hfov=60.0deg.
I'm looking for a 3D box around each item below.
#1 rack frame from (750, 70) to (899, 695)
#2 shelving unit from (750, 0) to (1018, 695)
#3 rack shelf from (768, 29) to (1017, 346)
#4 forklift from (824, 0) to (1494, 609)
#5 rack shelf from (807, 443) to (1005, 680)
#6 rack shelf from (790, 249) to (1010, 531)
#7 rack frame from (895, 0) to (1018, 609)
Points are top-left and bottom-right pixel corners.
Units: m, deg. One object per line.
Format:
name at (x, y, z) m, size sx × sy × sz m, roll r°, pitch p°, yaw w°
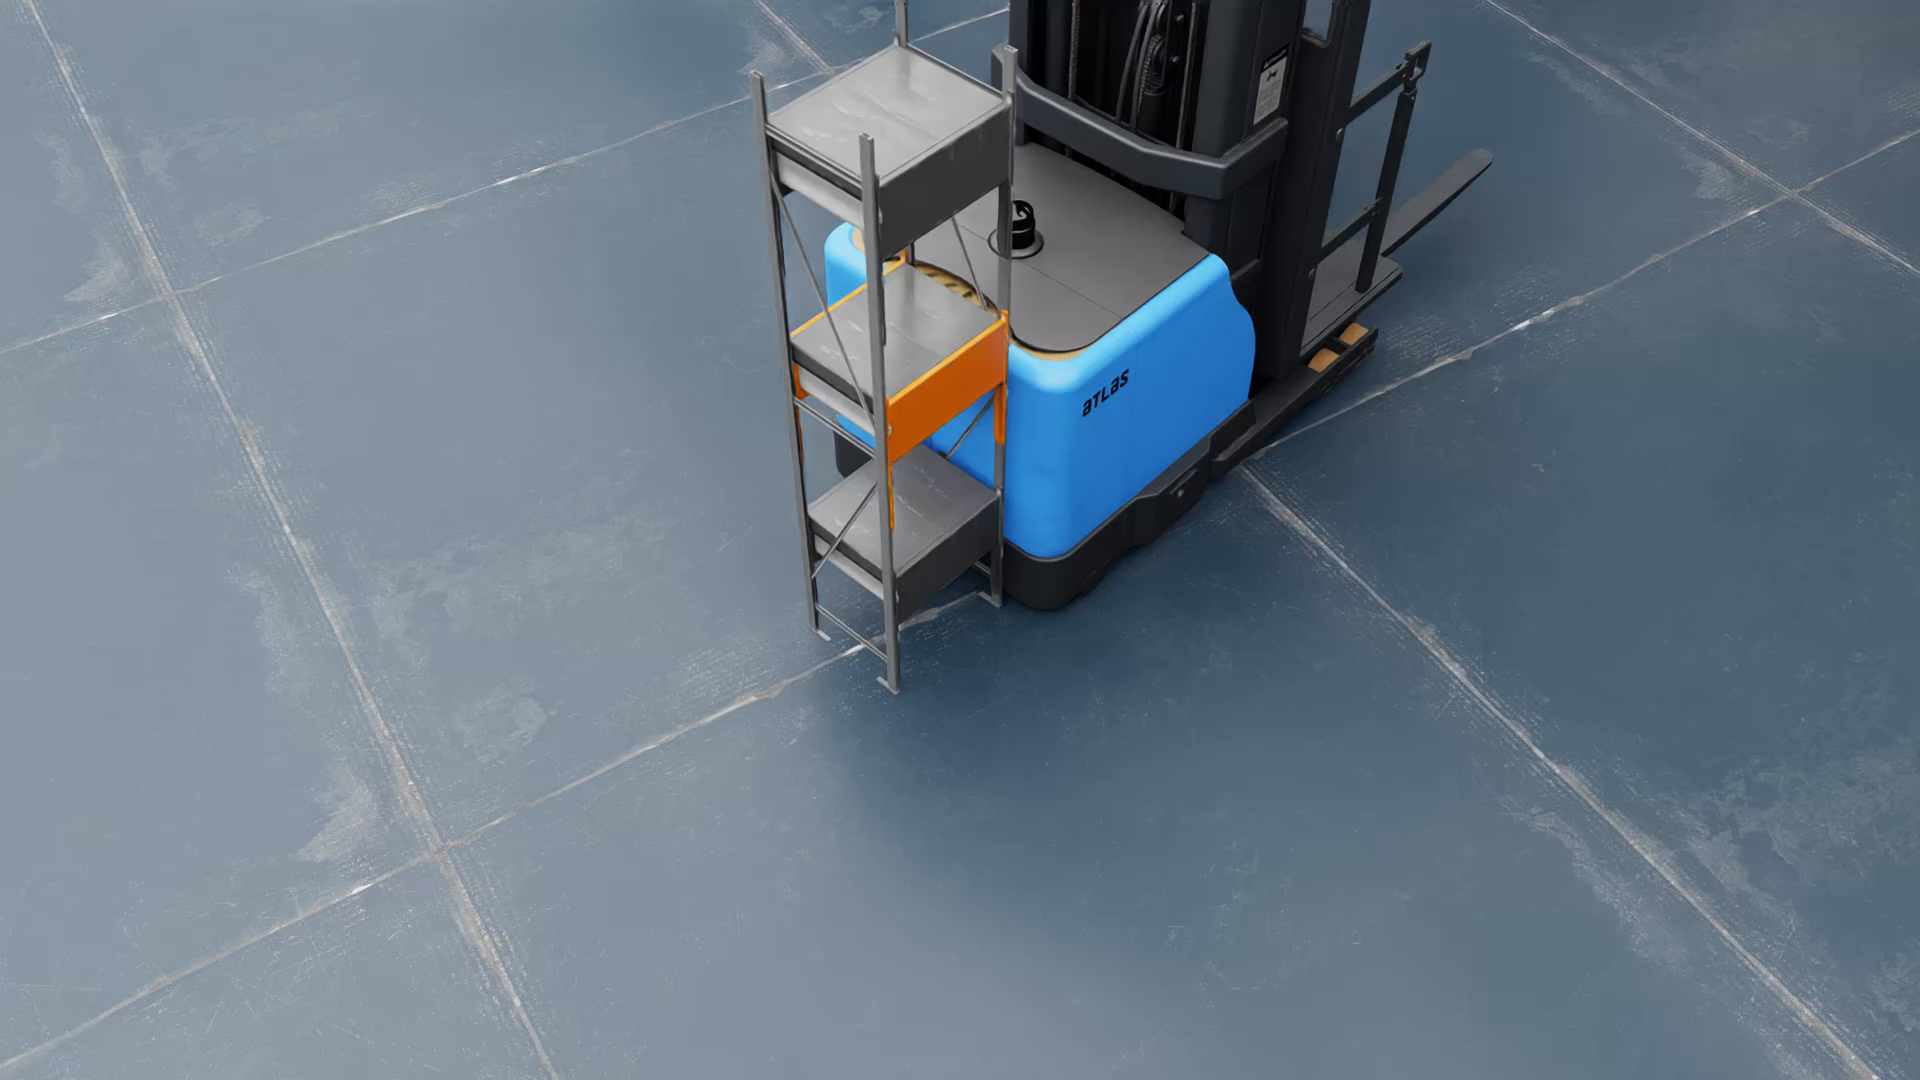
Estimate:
rack frame at (-0.345, -0.307, 4.617) m, size 0.400 × 2.100 × 0.015 m, roll 35°, pitch 57°, yaw 27°
shelving unit at (-0.179, -0.440, 4.736) m, size 0.431 × 2.100 × 0.503 m, roll 35°, pitch 57°, yaw 27°
rack shelf at (-0.179, -0.897, 4.224) m, size 0.431 × 0.518 × 0.480 m, roll 35°, pitch 57°, yaw 27°
forklift at (0.932, -1.761, 5.355) m, size 1.130 × 2.935 × 3.031 m, roll 35°, pitch 57°, yaw 27°
rack shelf at (-0.179, 0.034, 5.269) m, size 0.431 × 0.518 × 0.480 m, roll 35°, pitch 57°, yaw 27°
rack shelf at (-0.179, -0.431, 4.746) m, size 0.431 × 0.518 × 0.480 m, roll 35°, pitch 57°, yaw 27°
rack frame at (-0.013, -0.574, 4.855) m, size 0.400 × 2.100 × 0.015 m, roll 35°, pitch 57°, yaw 27°
